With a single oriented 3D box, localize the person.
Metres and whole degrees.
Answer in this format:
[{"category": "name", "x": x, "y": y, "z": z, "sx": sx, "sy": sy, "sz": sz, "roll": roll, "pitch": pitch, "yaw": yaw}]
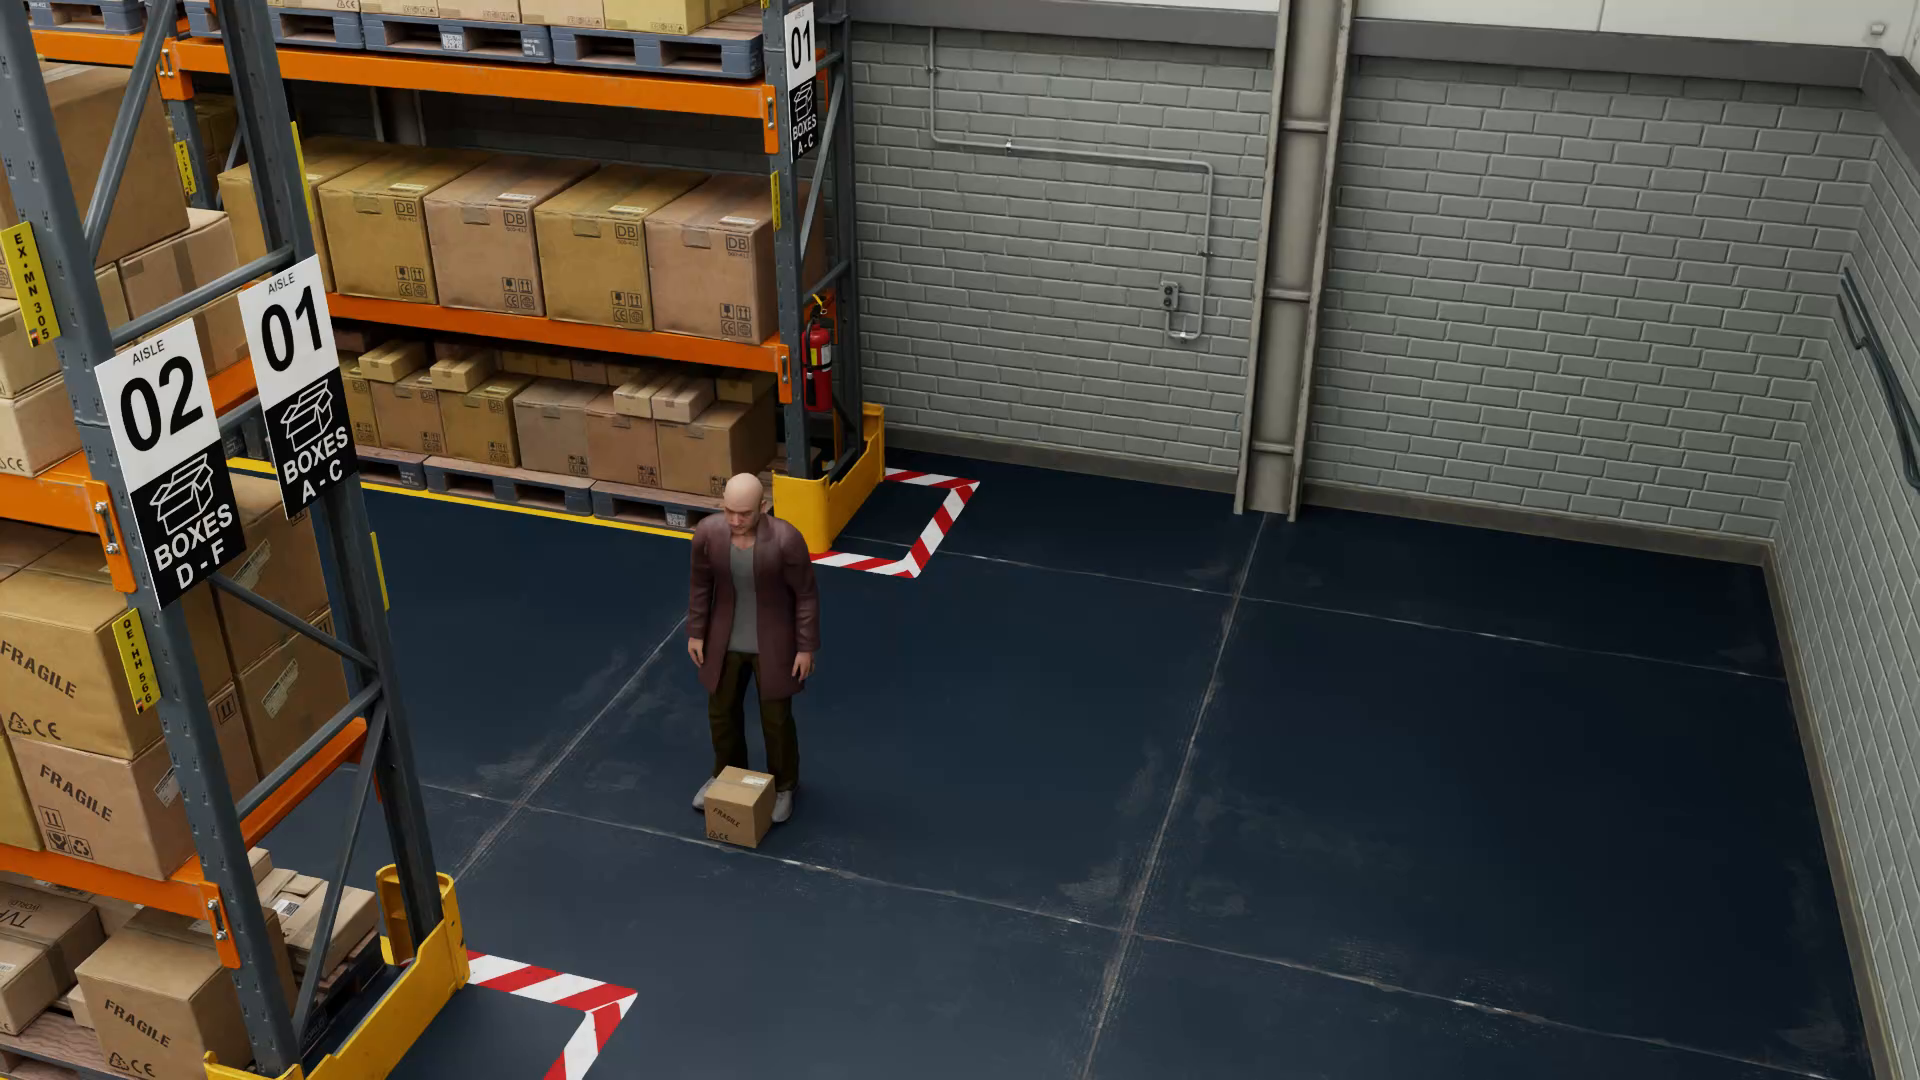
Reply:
[{"category": "person", "x": -0.956, "y": 0.475, "z": 7.669, "sx": 0.649, "sy": 1.772, "sz": 0.429, "roll": 7, "pitch": 30, "yaw": 12}]
